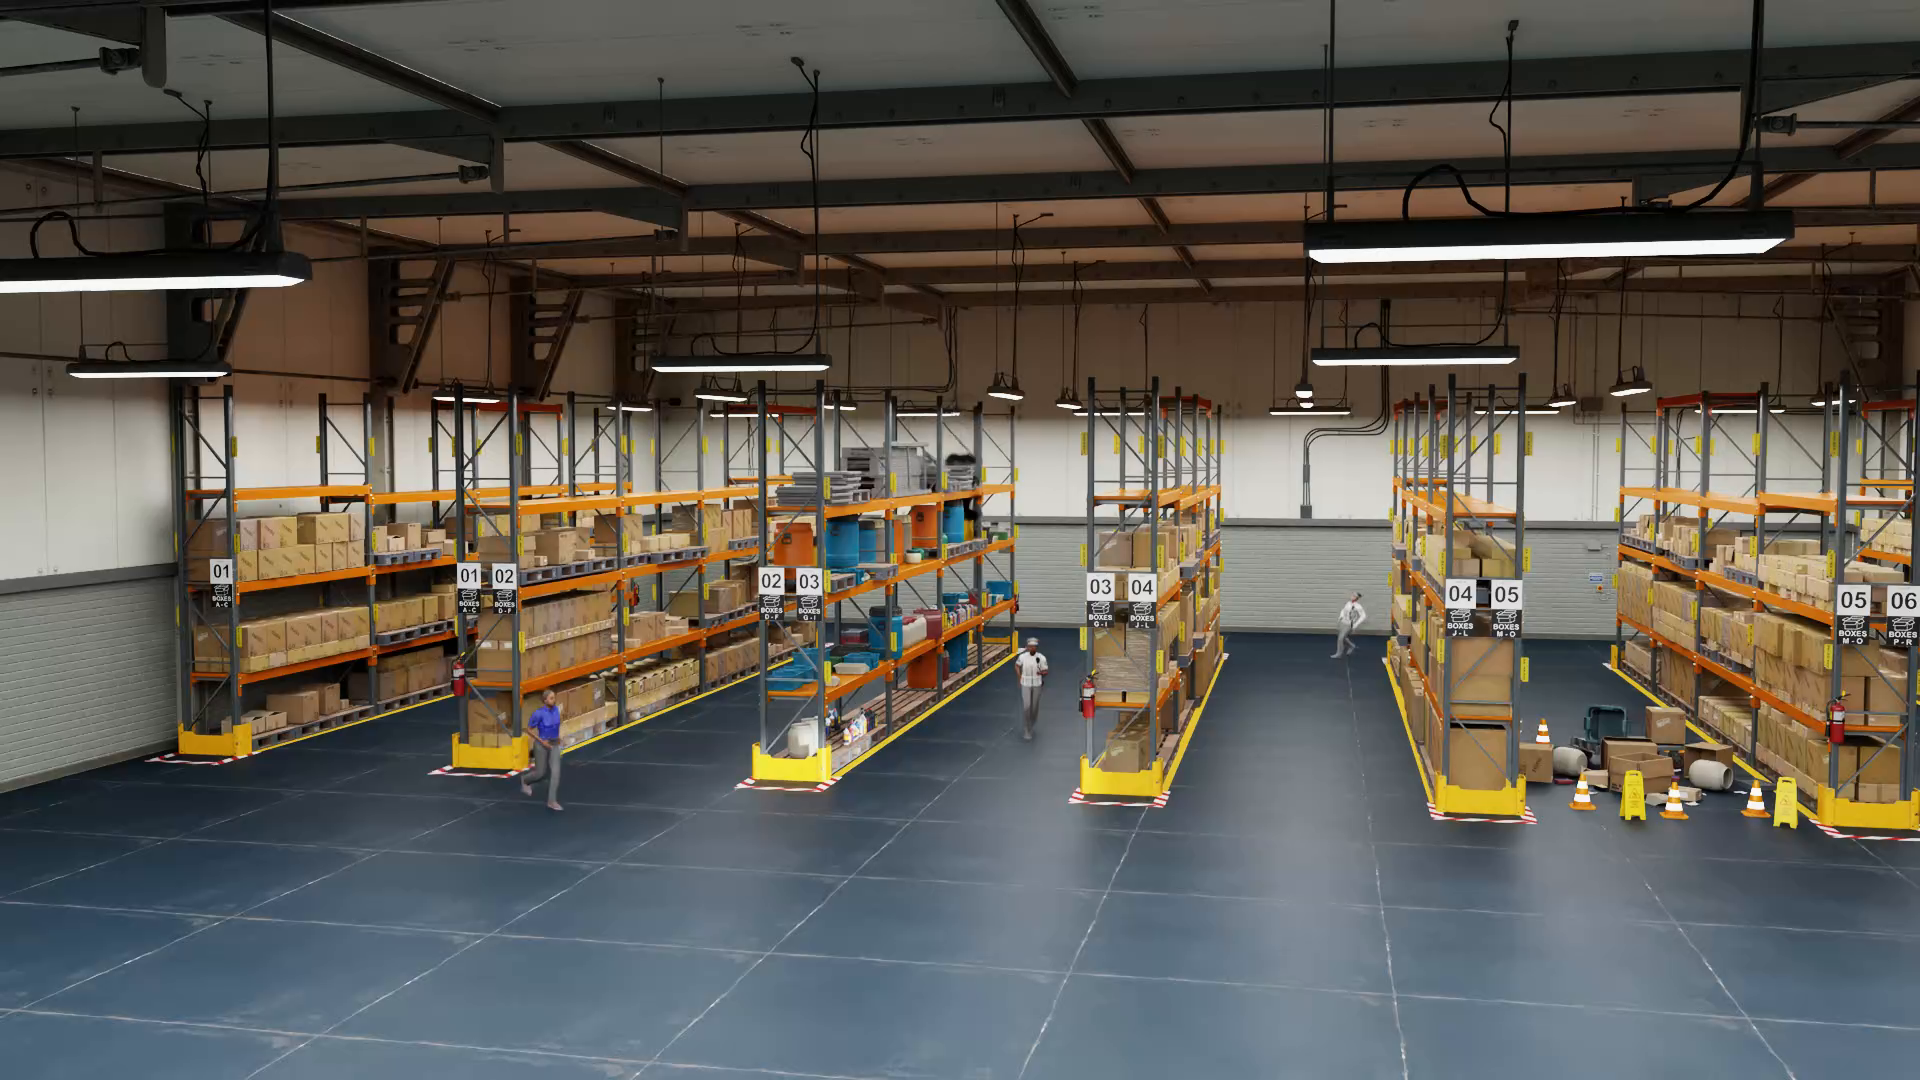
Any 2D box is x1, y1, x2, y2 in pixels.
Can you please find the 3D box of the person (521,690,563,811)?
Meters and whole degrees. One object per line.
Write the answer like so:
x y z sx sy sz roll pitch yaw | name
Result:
-5.791 2.903 23.182 0.847 1.645 0.599 2 4 36 | person

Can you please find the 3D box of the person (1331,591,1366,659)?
9.144 1.994 39.139 0.704 1.611 0.683 -1 3 -23 | person

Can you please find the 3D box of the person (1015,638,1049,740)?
1.246 2.552 28.722 0.563 1.756 0.776 0 3 -2 | person
